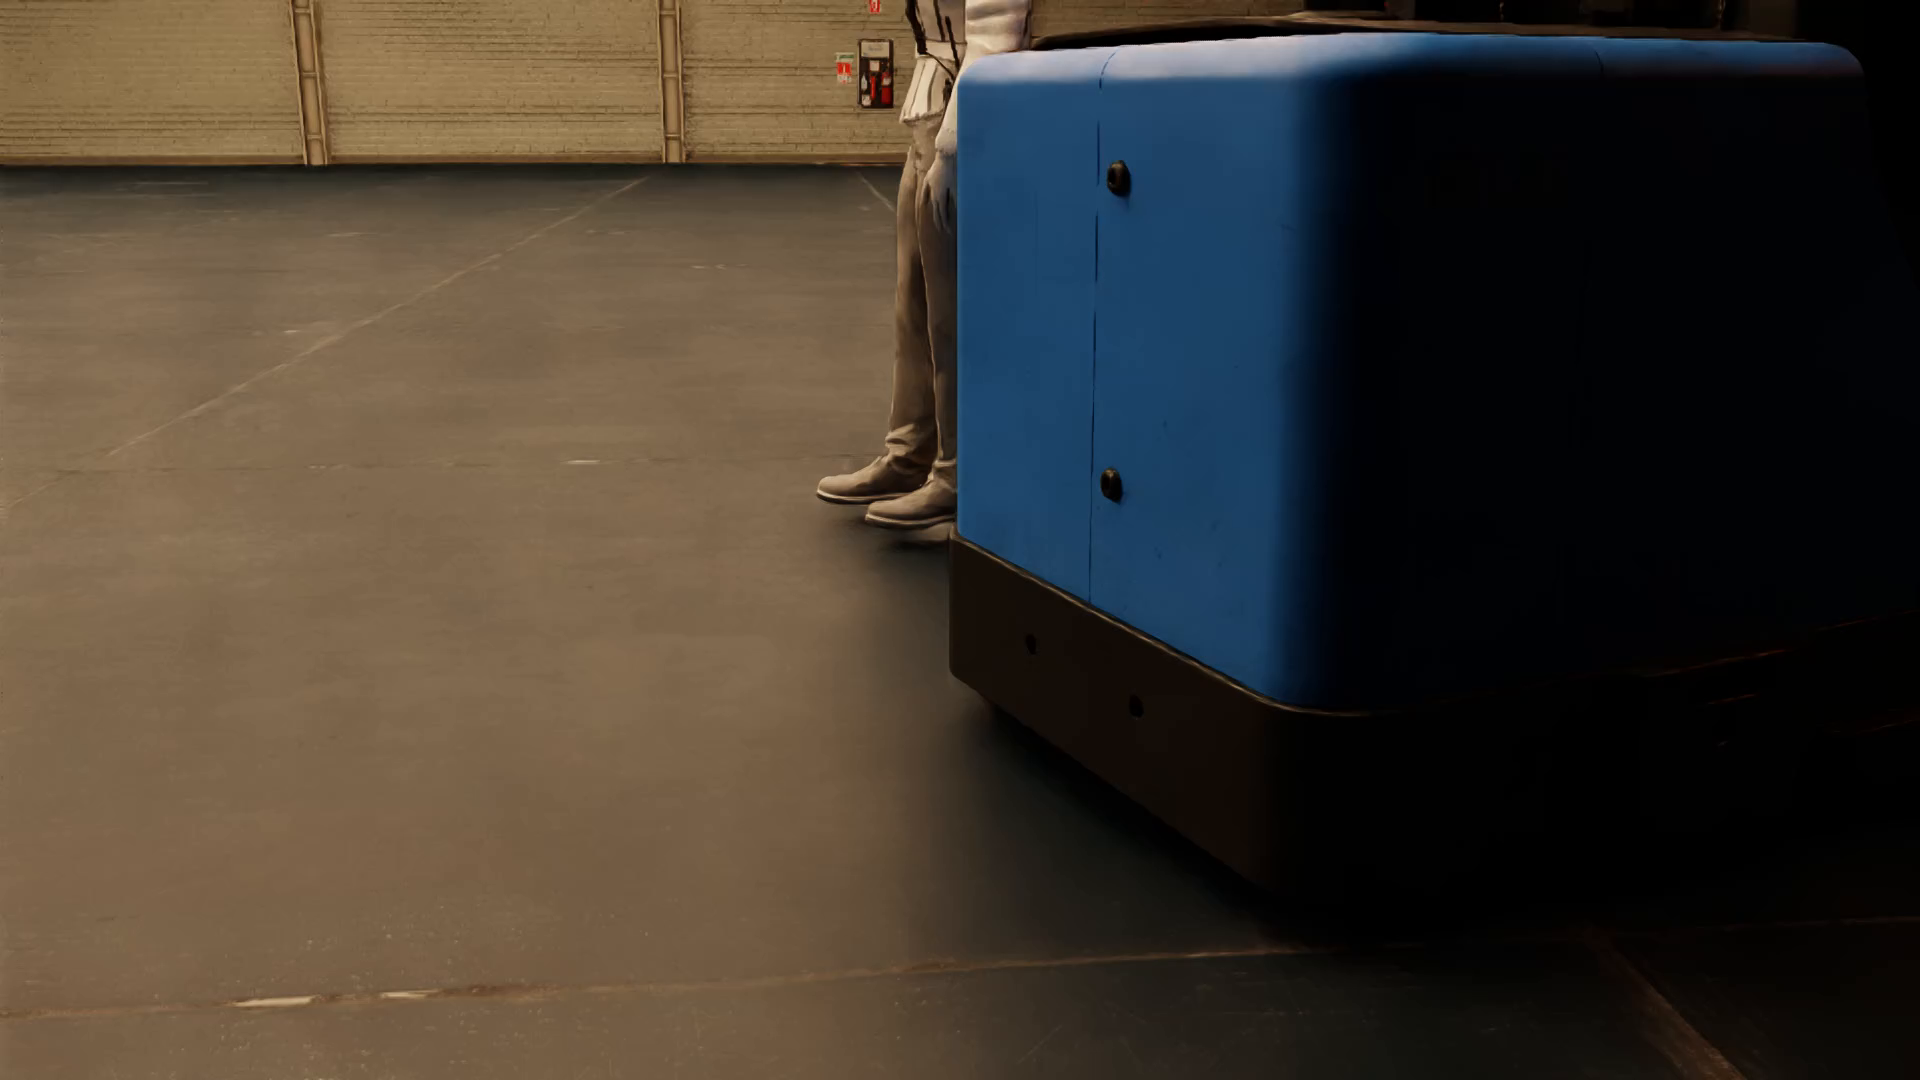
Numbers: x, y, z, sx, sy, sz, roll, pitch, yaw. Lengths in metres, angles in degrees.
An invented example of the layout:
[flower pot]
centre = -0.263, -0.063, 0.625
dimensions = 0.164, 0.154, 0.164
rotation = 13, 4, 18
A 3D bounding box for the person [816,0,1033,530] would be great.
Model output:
[person]
centre = -0.067, -0.865, 3.709
dimensions = 0.534, 1.695, 0.586
rotation = -1, 15, -5

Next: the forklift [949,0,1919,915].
[forklift]
centre = 1.539, -1.190, 2.695
dimensions = 3.031, 2.935, 1.130
rotation = -7, 16, -25
